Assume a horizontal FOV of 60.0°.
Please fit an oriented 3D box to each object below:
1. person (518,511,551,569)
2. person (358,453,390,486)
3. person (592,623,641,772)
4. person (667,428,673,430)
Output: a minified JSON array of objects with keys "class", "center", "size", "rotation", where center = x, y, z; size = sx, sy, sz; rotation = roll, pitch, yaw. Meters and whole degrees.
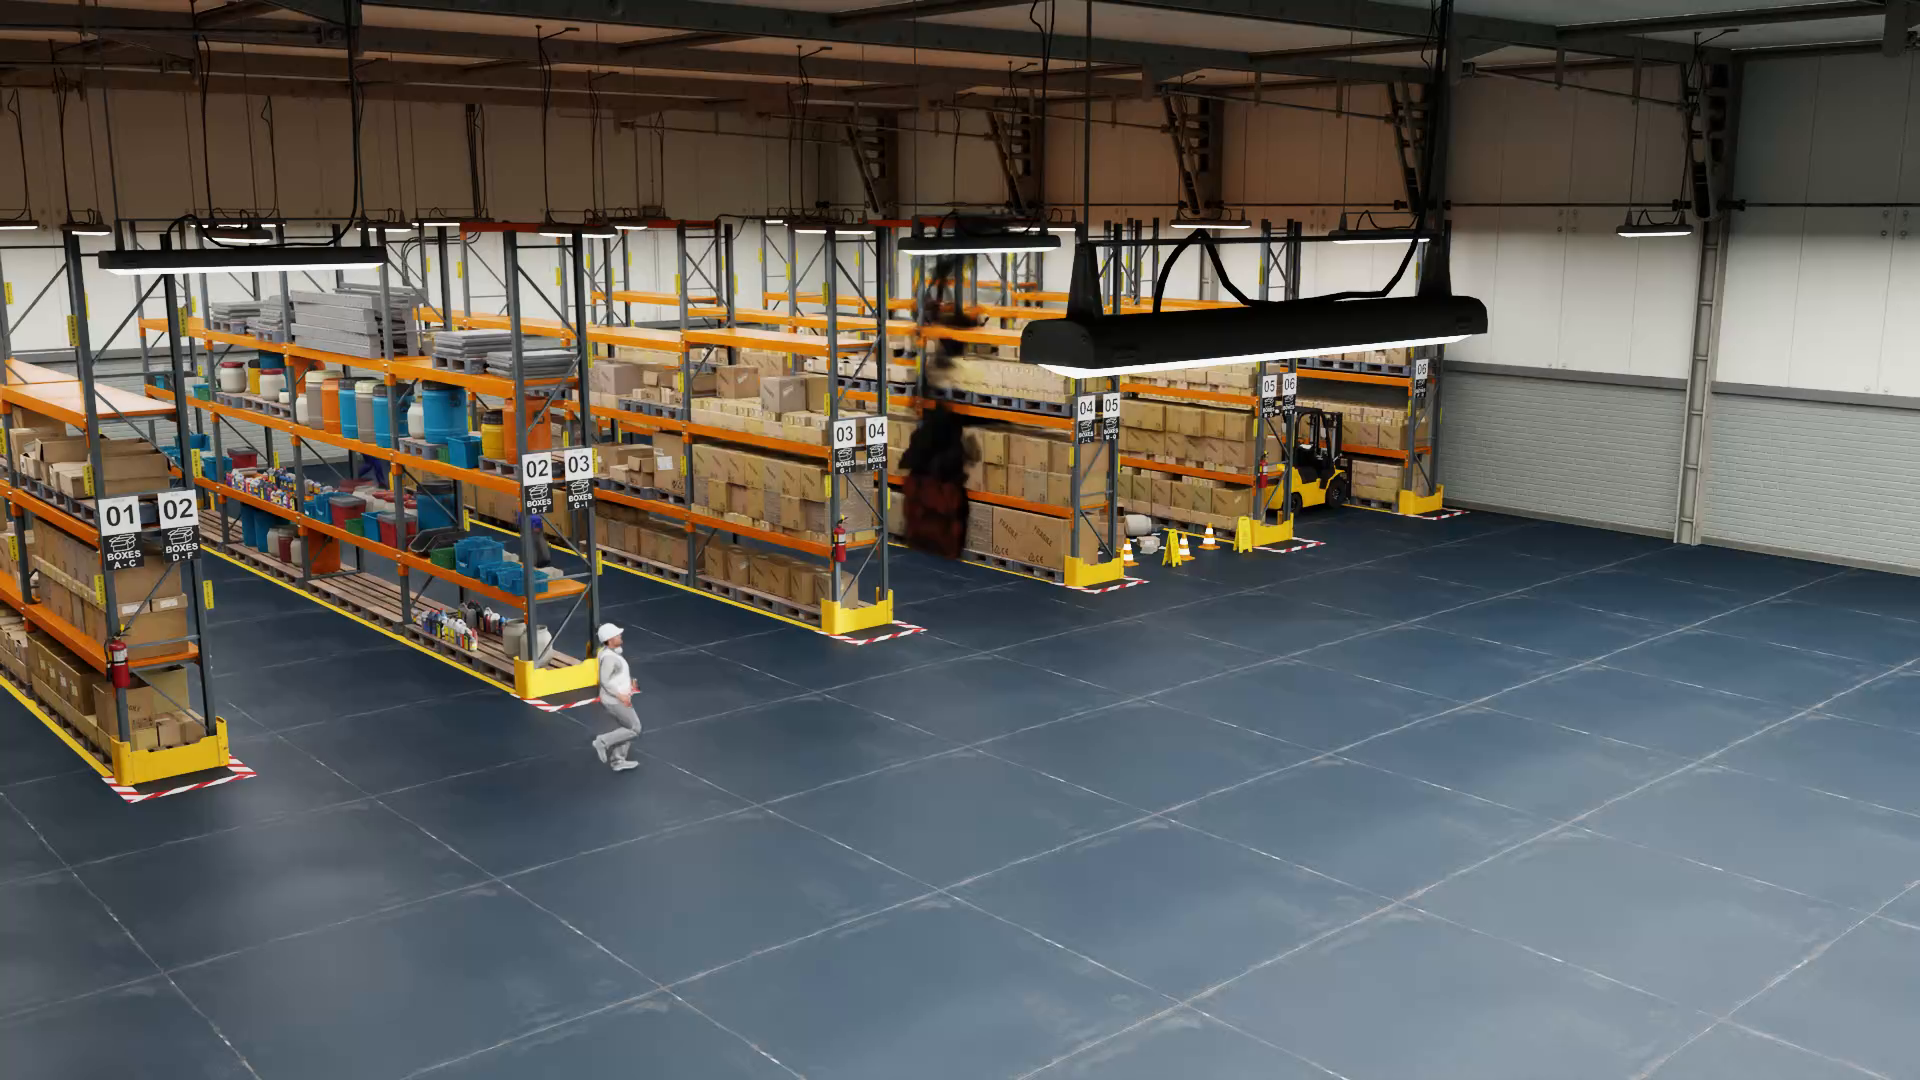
[{"class":"person","center":[-7.059,0.003,27.715],"size":[0.572,1.618,0.563],"rotation":[9,15,38]},{"class":"person","center":[-13.370,-2.010,37.662],"size":[0.840,1.633,0.626],"rotation":[-6,13,-27]},{"class":"person","center":[-3.892,1.779,18.768],"size":[0.573,1.728,0.672],"rotation":[-3,12,-16]},{"class":"person","center":[-6.050,-1.550,35.012],"size":[0.656,1.799,0.936],"rotation":[-8,14,-36]}]
